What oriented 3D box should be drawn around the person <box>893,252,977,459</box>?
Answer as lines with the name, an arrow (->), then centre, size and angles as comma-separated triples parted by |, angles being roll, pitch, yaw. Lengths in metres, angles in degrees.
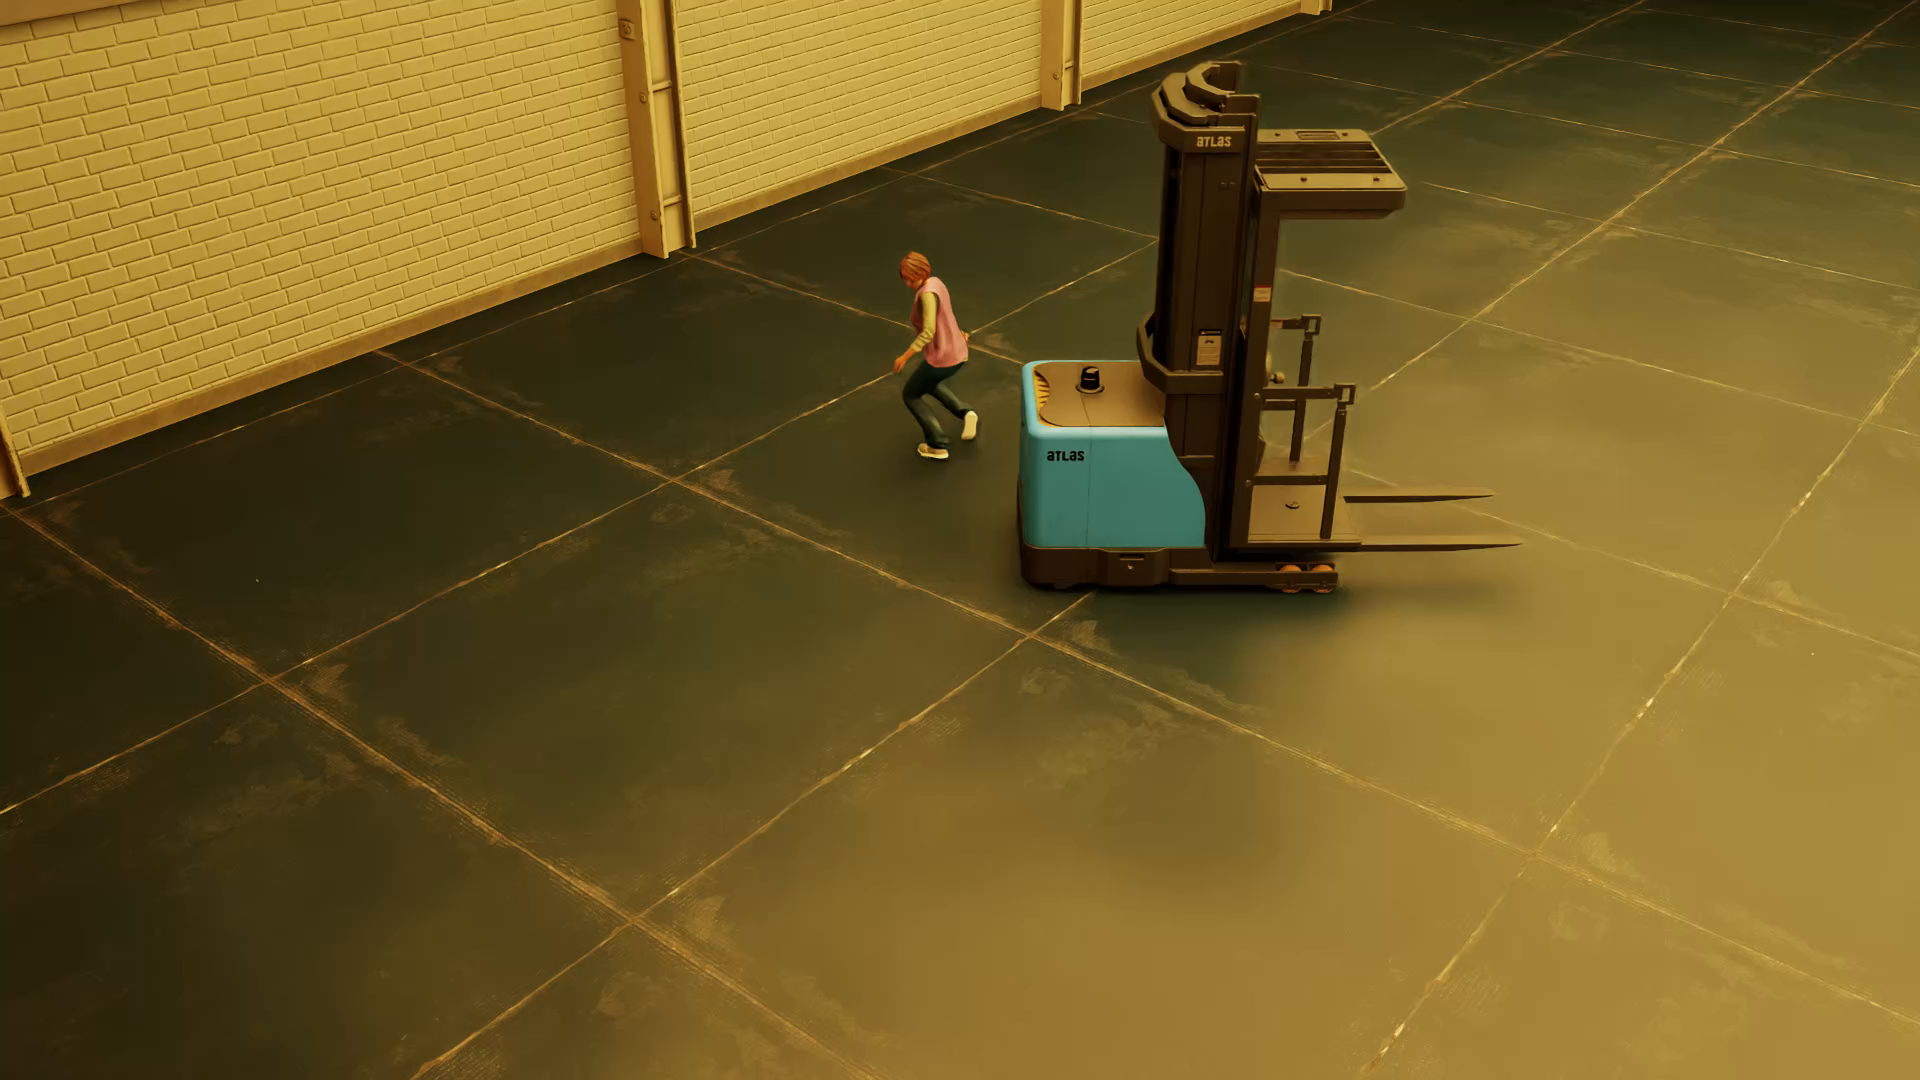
person -> -0.134, -1.275, 11.306 | 0.477, 1.422, 0.822 | 10, 32, 16

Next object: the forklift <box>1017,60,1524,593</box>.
forklift -> 1.885, -1.216, 9.676 | 3.031, 2.935, 1.130 | 0, 30, 0
